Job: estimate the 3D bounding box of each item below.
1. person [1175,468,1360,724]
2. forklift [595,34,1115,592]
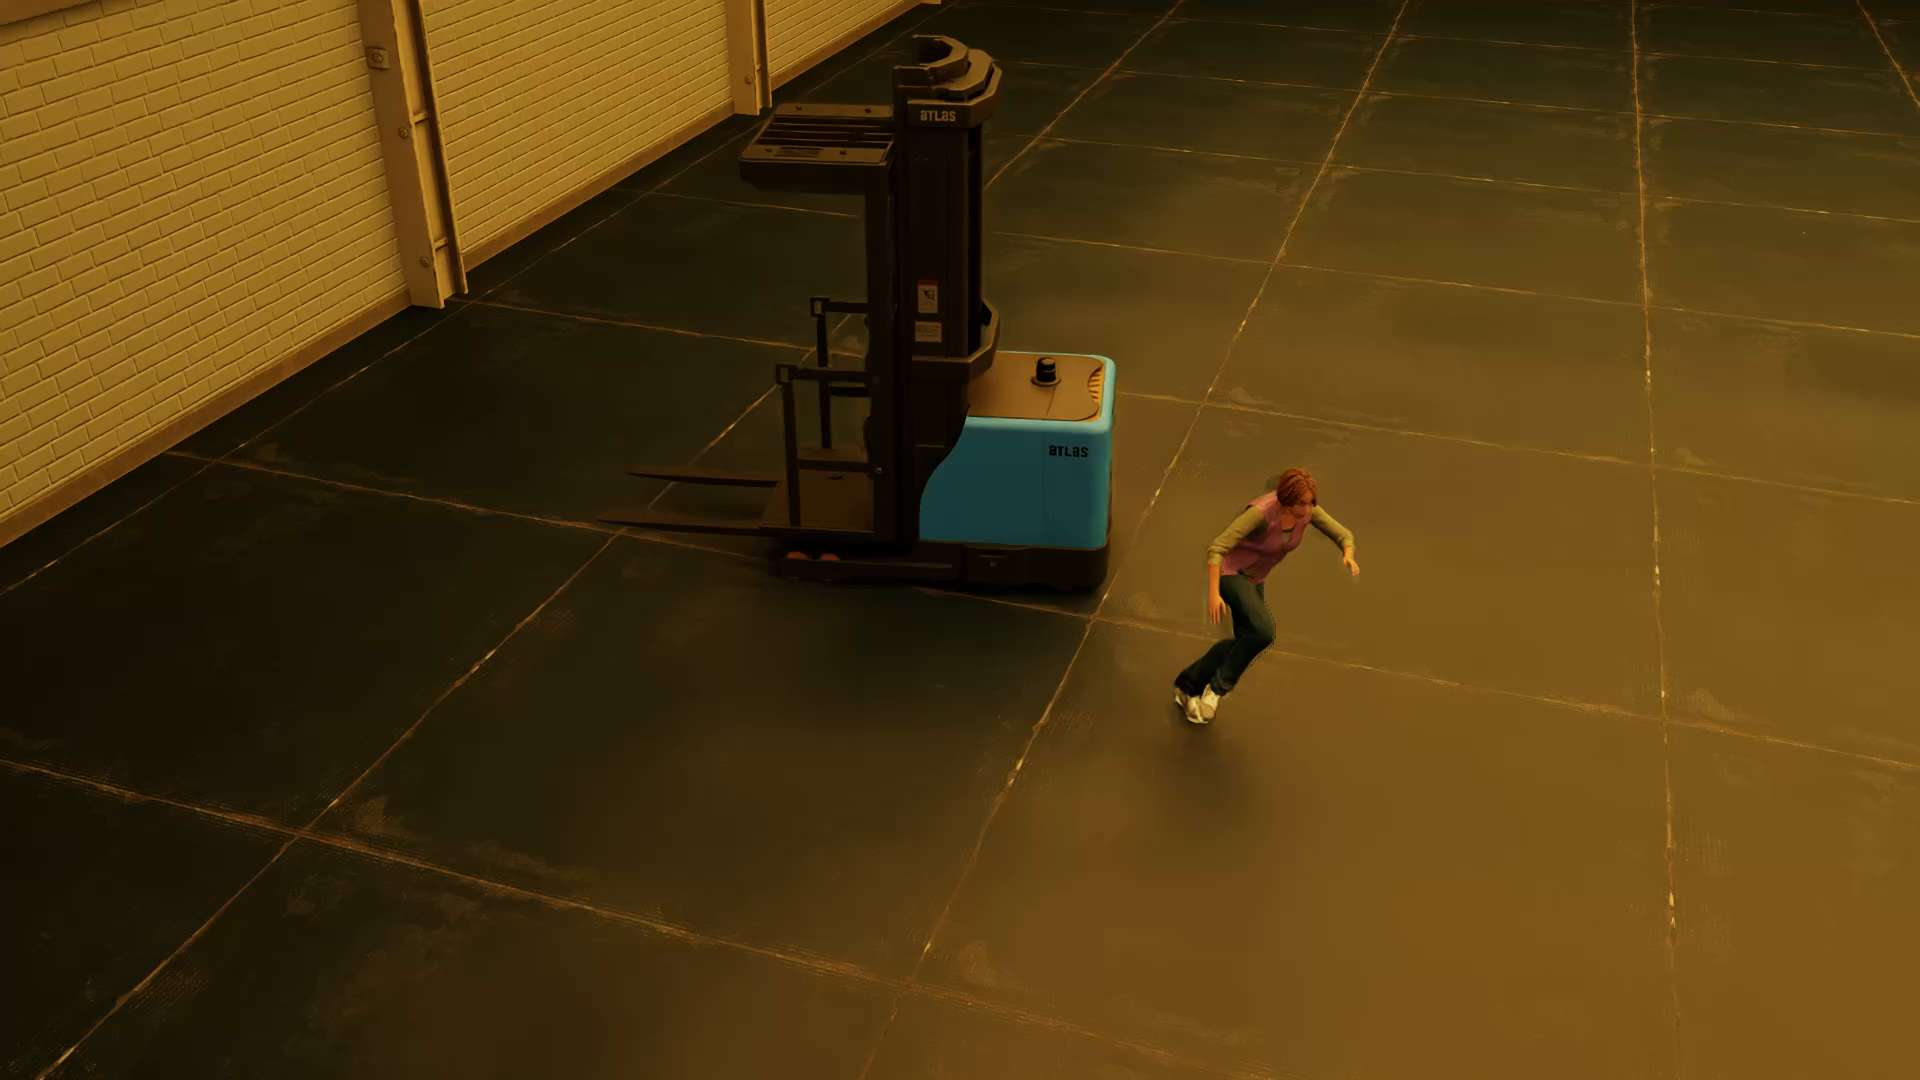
[{"bbox_3d":[1.519,0.287,8.231,0.823,1.376,0.817,-23,37,-35],"label":"person"},{"bbox_3d":[-0.623,-1.282,9.386,3.031,2.935,1.130,3,30,6],"label":"forklift"}]
